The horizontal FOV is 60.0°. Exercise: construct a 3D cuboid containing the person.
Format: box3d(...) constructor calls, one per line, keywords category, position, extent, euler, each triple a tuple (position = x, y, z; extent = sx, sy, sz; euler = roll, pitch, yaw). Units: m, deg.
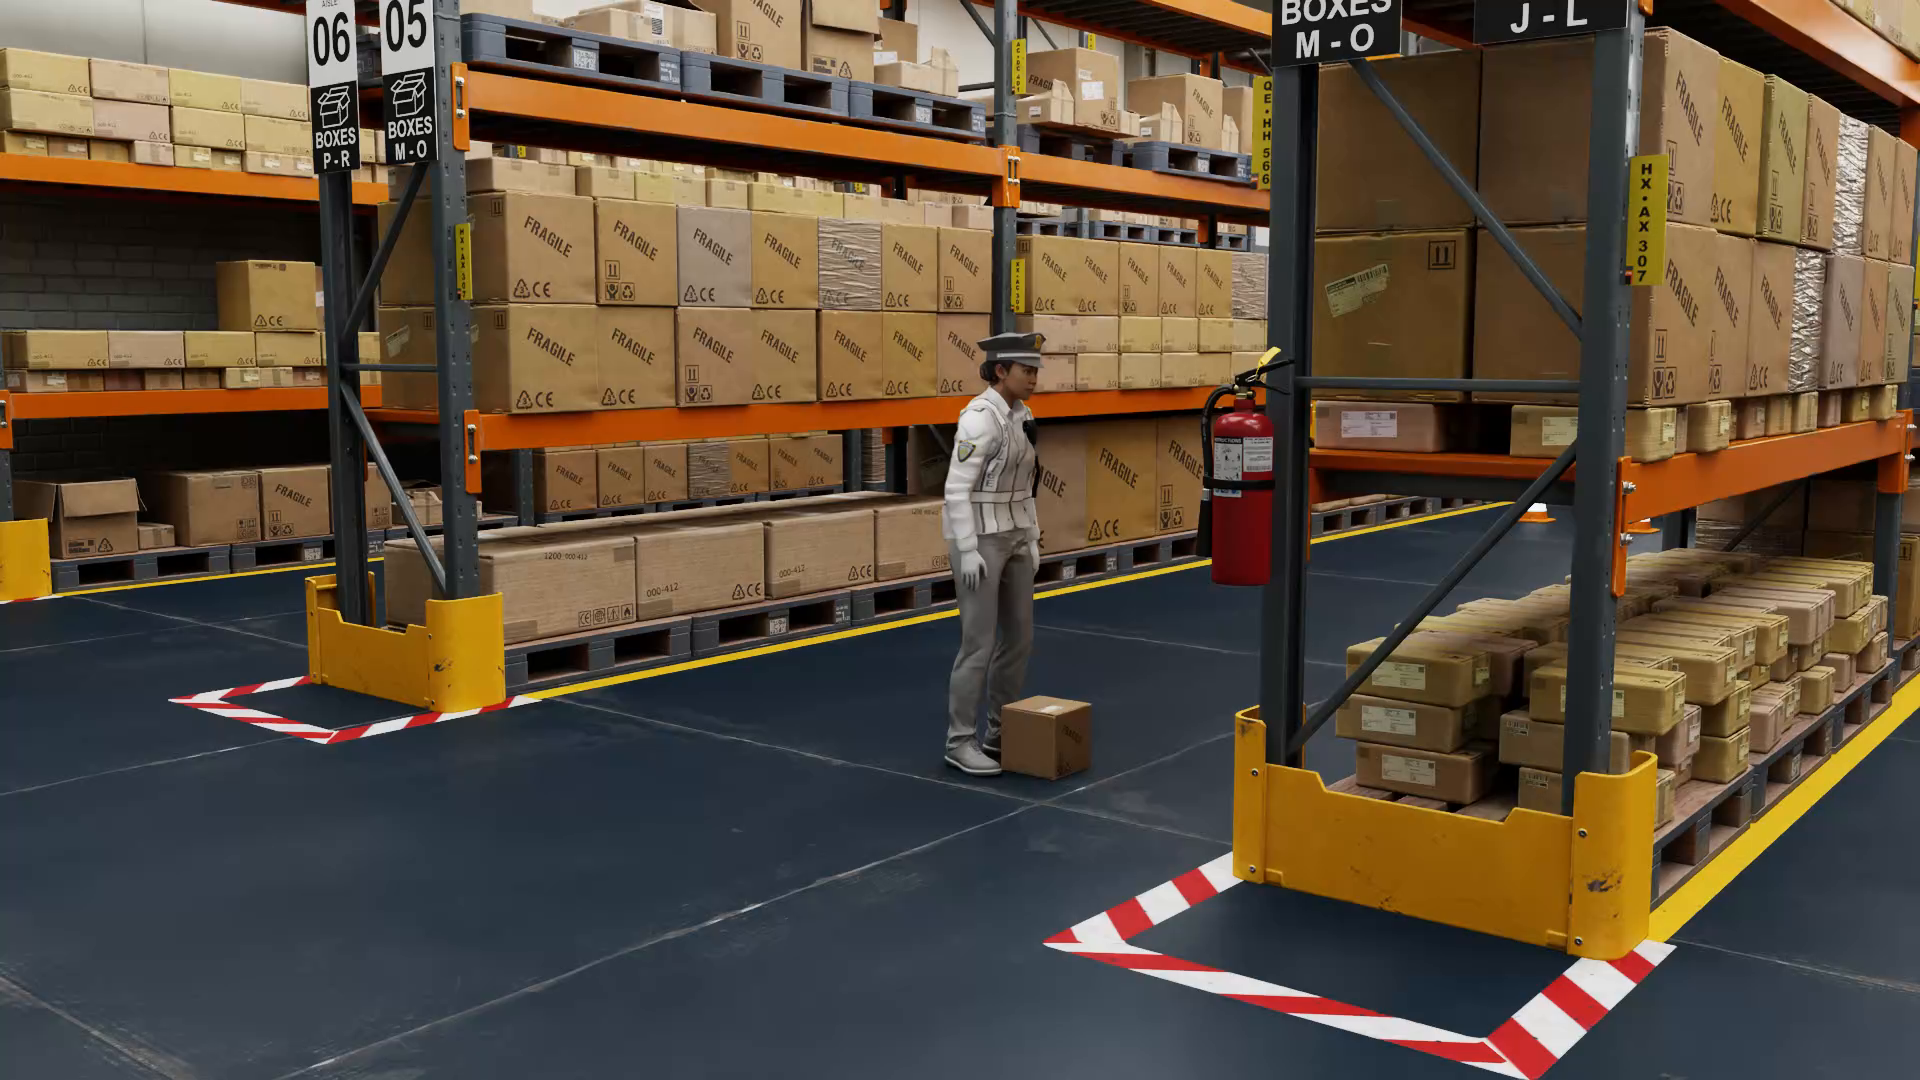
box3d(category="person", position=(0.141, 0.035, 6.433), extent=(0.376, 1.663, 0.544), euler=(5, 8, 35))
